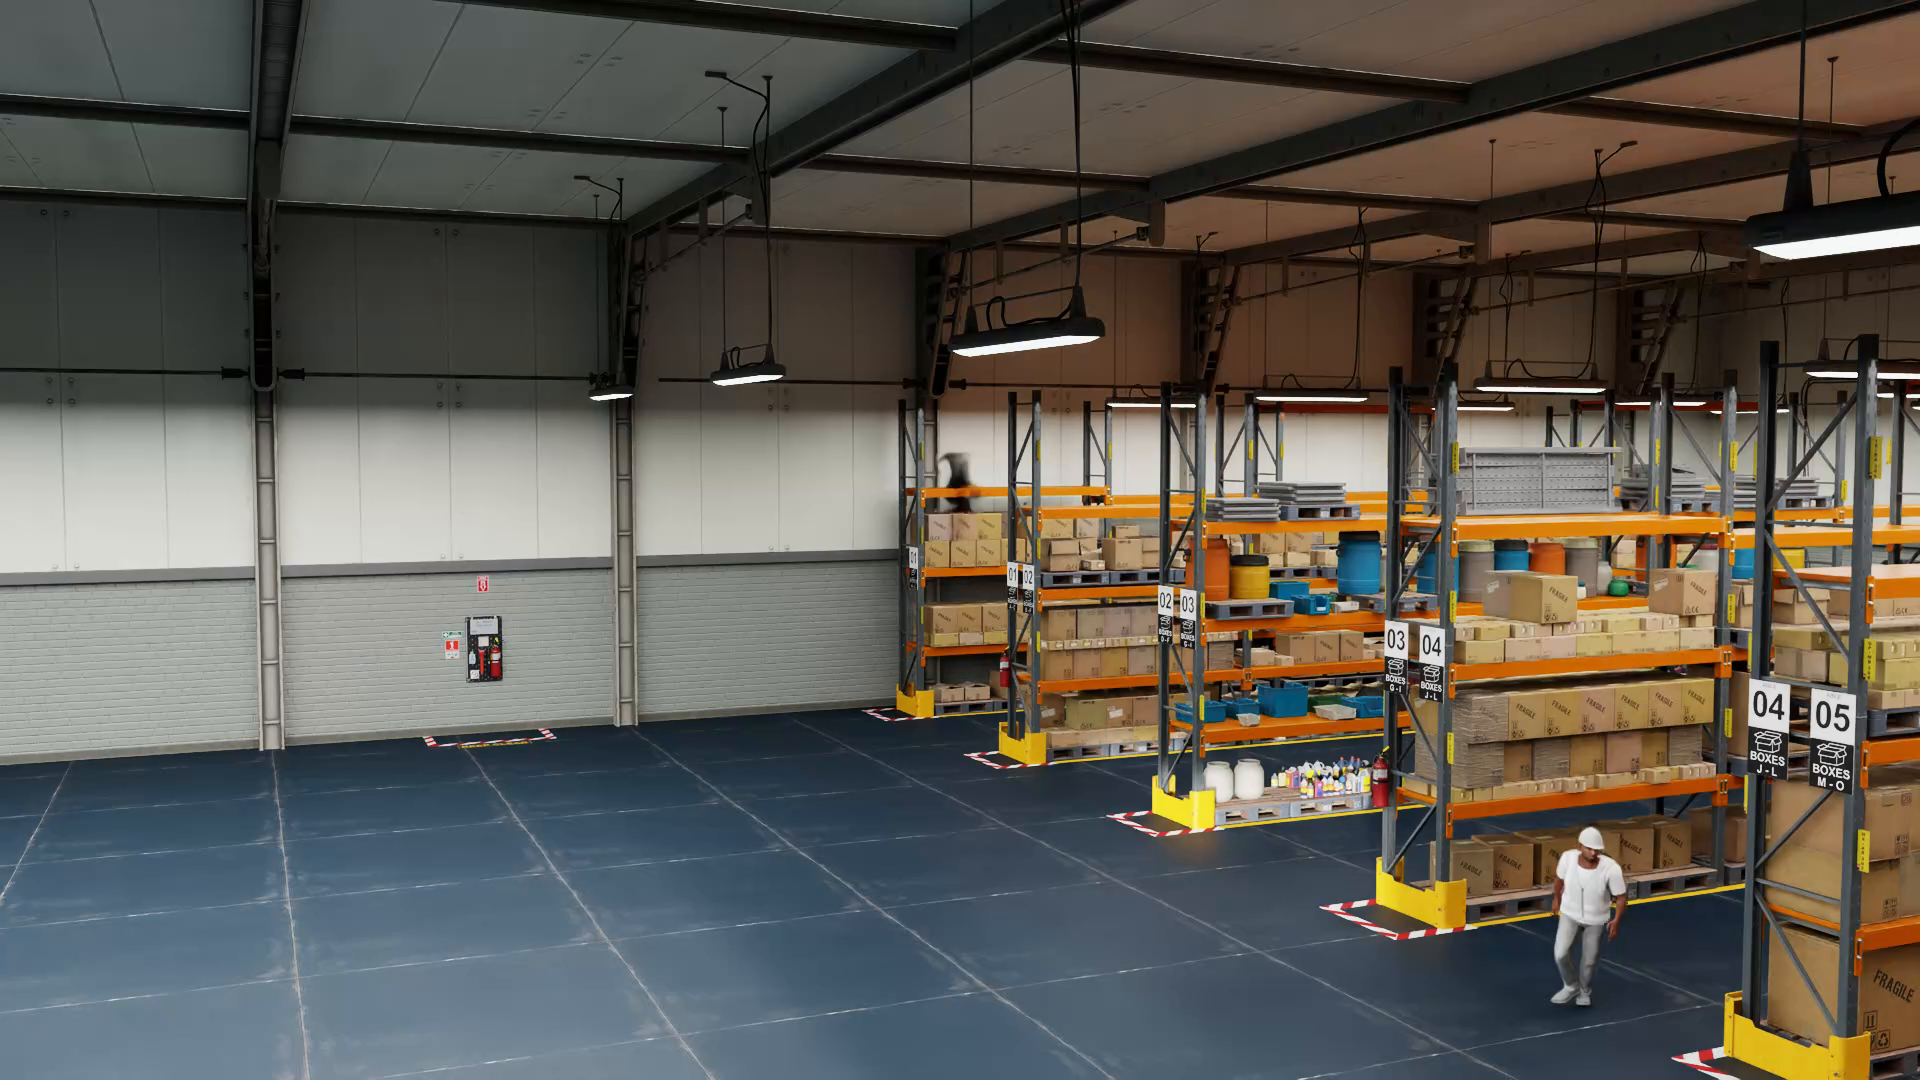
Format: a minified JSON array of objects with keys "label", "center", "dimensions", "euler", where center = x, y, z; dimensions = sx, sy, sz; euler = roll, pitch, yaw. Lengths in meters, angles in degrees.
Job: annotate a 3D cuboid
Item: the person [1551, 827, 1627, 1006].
[{"label":"person","center":[5.665,3.414,15.027],"dimensions":[0.666,1.708,0.746],"euler":[2,4,26]}]
